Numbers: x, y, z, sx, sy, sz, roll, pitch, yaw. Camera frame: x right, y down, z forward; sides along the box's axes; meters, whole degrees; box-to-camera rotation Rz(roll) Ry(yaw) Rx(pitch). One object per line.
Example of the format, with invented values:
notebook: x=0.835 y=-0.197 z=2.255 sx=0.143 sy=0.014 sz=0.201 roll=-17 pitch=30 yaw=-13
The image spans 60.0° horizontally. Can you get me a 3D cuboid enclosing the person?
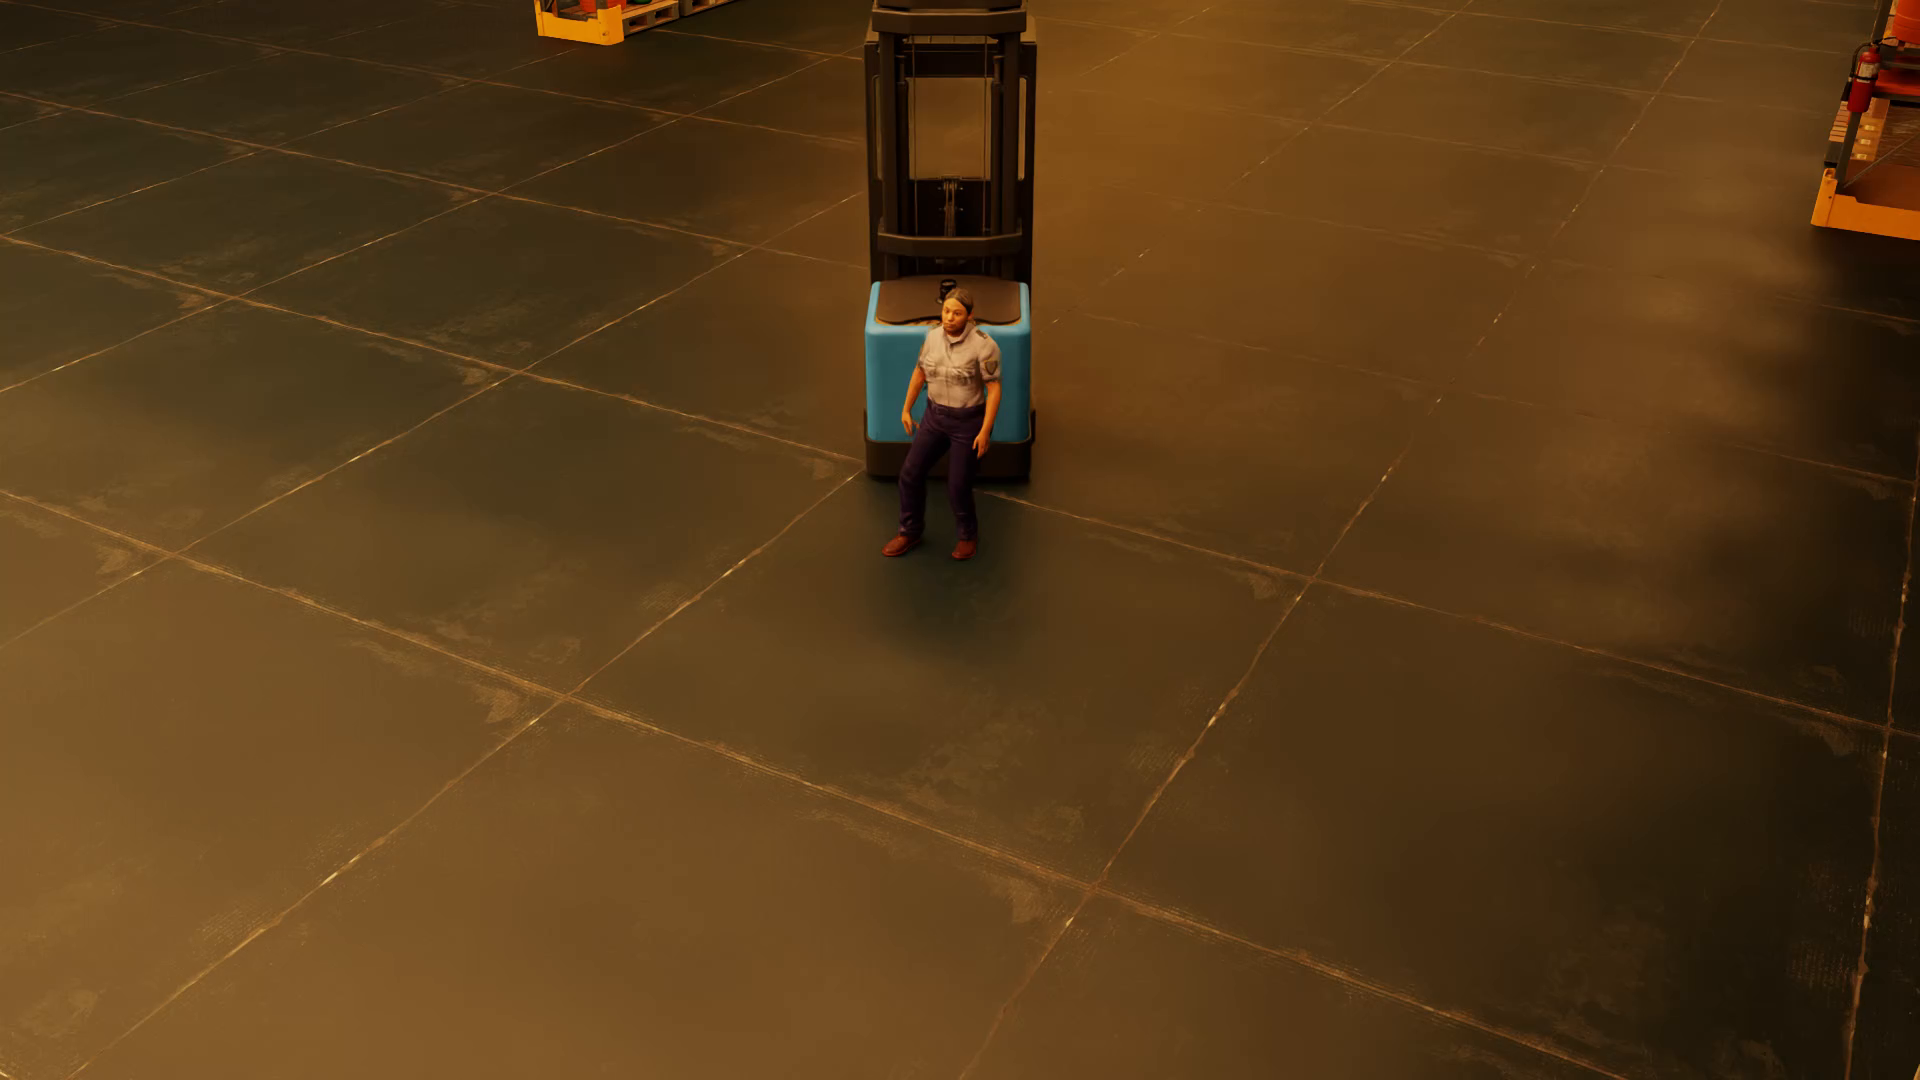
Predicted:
person: x=-0.097 y=-0.632 z=9.495 sx=0.620 sy=1.635 sz=0.516 roll=18 pitch=35 yaw=29

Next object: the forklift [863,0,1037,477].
forklift: x=-0.056 y=-2.367 z=11.172 sx=1.130 sy=2.935 sz=3.031 roll=0 pitch=30 yaw=1
